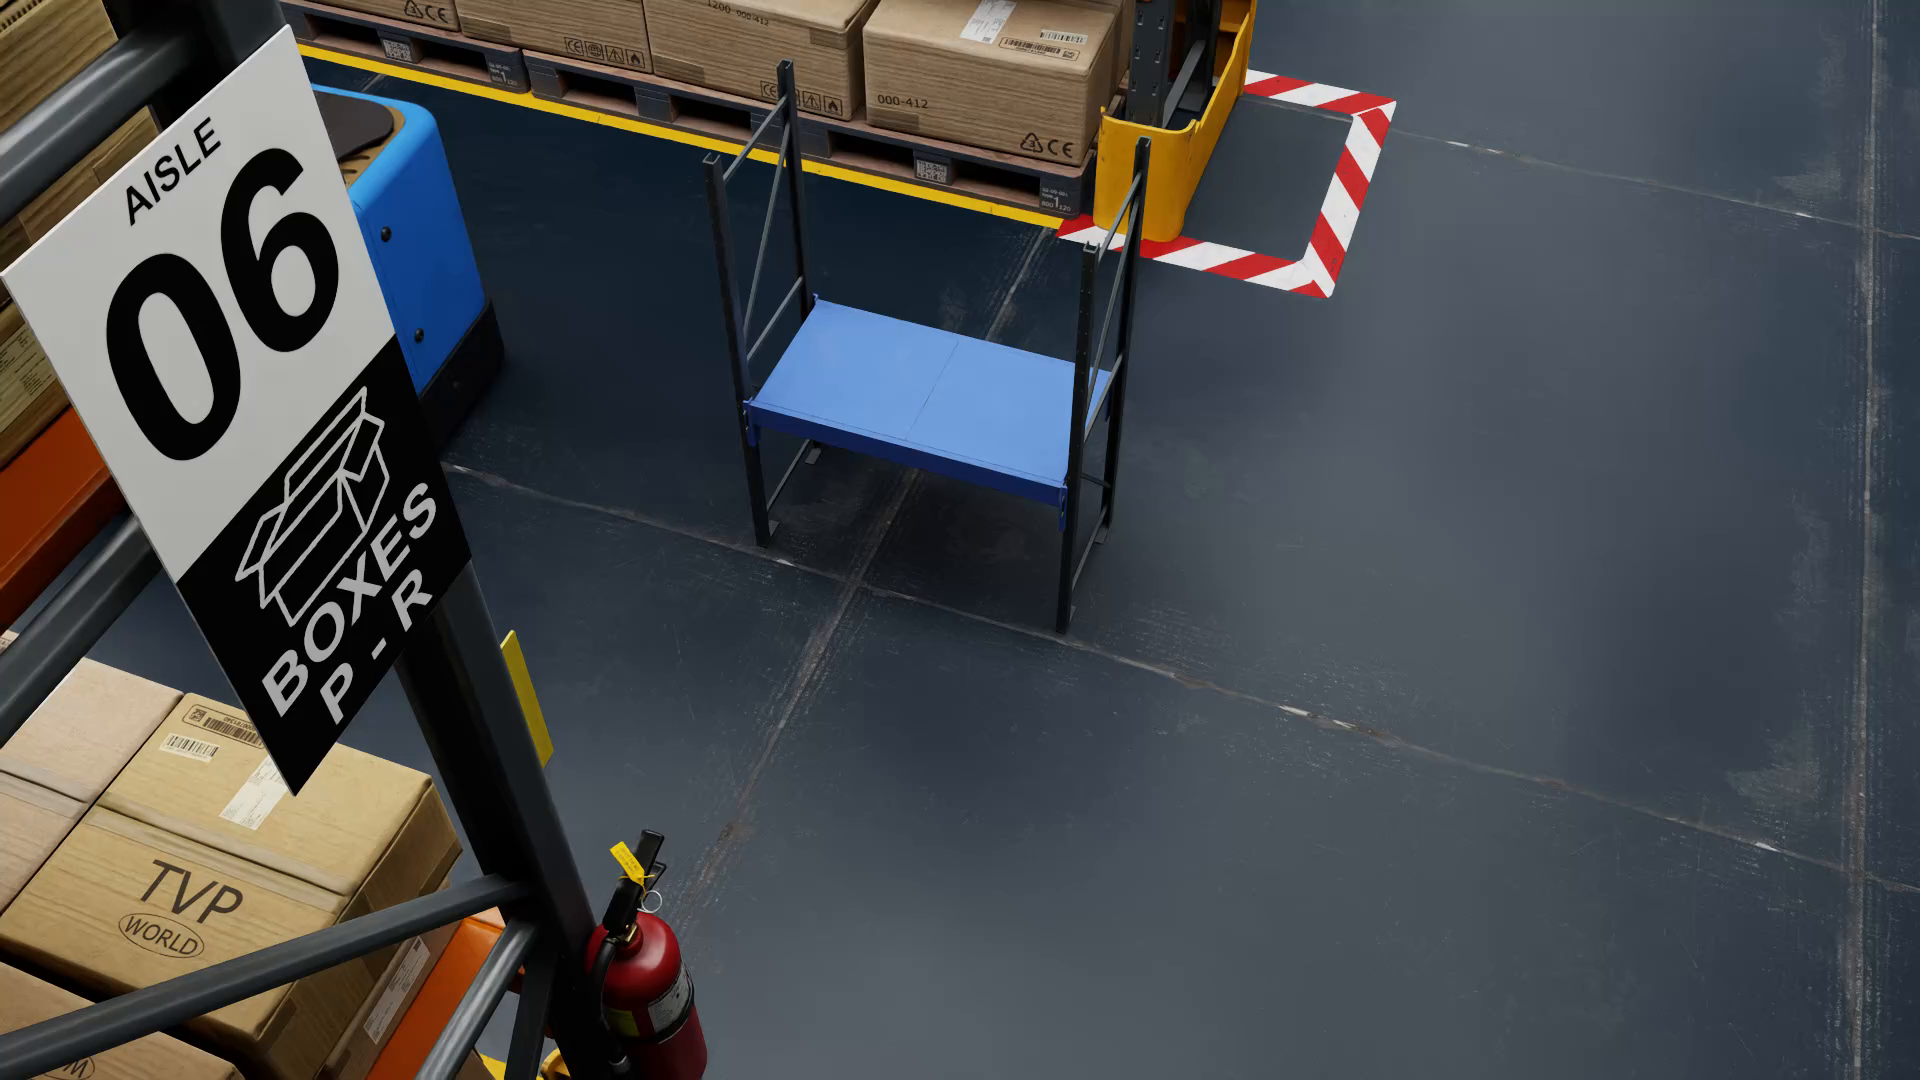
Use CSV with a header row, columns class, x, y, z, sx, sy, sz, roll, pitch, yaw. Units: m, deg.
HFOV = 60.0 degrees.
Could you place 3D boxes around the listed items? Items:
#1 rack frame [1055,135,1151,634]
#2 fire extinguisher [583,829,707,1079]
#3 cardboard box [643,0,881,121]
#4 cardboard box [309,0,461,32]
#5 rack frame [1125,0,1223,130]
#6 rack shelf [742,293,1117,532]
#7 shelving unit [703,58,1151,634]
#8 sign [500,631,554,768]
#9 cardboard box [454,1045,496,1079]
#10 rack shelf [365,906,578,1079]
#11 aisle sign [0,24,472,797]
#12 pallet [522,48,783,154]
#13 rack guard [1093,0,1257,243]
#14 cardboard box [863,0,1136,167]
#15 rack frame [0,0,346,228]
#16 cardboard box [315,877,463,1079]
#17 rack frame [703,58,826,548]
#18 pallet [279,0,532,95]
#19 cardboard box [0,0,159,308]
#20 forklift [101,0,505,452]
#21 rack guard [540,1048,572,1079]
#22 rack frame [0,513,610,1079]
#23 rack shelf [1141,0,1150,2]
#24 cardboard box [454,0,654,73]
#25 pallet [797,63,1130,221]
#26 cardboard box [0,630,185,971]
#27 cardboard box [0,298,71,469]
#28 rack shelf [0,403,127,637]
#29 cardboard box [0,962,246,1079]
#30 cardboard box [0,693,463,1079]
class,x,y,z,sx,sy,sz,roll,pitch,yaw
rack frame,0.397,-0.380,4.730,0.032,1.500,0.500,16,51,13
fire extinguisher,-0.580,0.803,3.009,0.183,0.674,0.296,16,51,13
cardboard box,-0.676,-2.209,6.739,0.875,0.438,0.875,17,51,14
cardboard box,-2.362,-2.680,7.148,0.875,0.438,0.875,15,51,13
rack frame,0.839,-2.575,5.639,0.127,3.000,1.000,16,51,13
rack shelf,-0.080,-0.396,4.981,1.000,0.185,0.538,16,51,13
shelving unit,-0.080,-0.514,4.845,1.048,1.500,0.538,16,51,13
sign,-0.690,0.277,2.595,0.005,0.325,0.100,16,51,13
cardboard box,-1.419,1.398,3.570,0.637,0.503,0.797,14,51,12
rack shelf,-2.754,0.657,3.314,4.000,0.370,1.077,16,51,13
aisle sign,-0.712,-0.097,1.771,0.004,0.787,0.394,16,51,13
pallet,-1.079,-2.136,7.104,1.213,0.211,1.003,16,51,13
rack guard,0.861,-1.750,6.578,0.348,0.500,1.175,16,51,13
cardboard box,0.185,-1.975,6.537,0.875,0.438,0.875,14,51,12
rack frame,-0.878,-1.020,0.322,0.127,3.000,1.000,16,51,13
cardboard box,-1.091,0.747,2.927,0.250,0.149,0.380,15,51,13
rack frame,-0.557,-0.647,4.960,0.032,1.500,0.500,16,51,13
pallet,-2.227,-2.454,7.380,1.213,0.211,1.003,16,51,13
cardboard box,-1.199,-0.396,1.668,0.500,0.250,0.500,15,51,13
forklift,-3.181,-1.574,4.817,3.031,2.935,1.130,13,50,11
rack guard,-0.949,1.744,3.550,0.348,0.500,1.175,16,51,13
rack frame,-0.878,0.945,2.589,0.127,3.000,1.000,16,51,13
rack shelf,-1.037,-2.863,6.365,4.000,0.370,1.077,16,51,13
cardboard box,-1.522,-2.446,6.945,0.875,0.438,0.875,14,51,12
pallet,0.062,-1.815,6.826,1.213,0.211,1.003,16,51,13
cardboard box,-1.683,0.455,2.916,0.500,0.250,0.500,16,51,14
cardboard box,-1.096,-0.204,1.765,0.250,0.149,0.380,17,51,14
rack shelf,-2.754,-0.326,2.181,4.000,0.370,1.077,16,51,13
cardboard box,-1.401,0.964,2.474,0.500,0.250,0.500,17,51,14
cardboard box,-1.210,0.587,2.801,0.500,0.250,0.500,16,51,13
